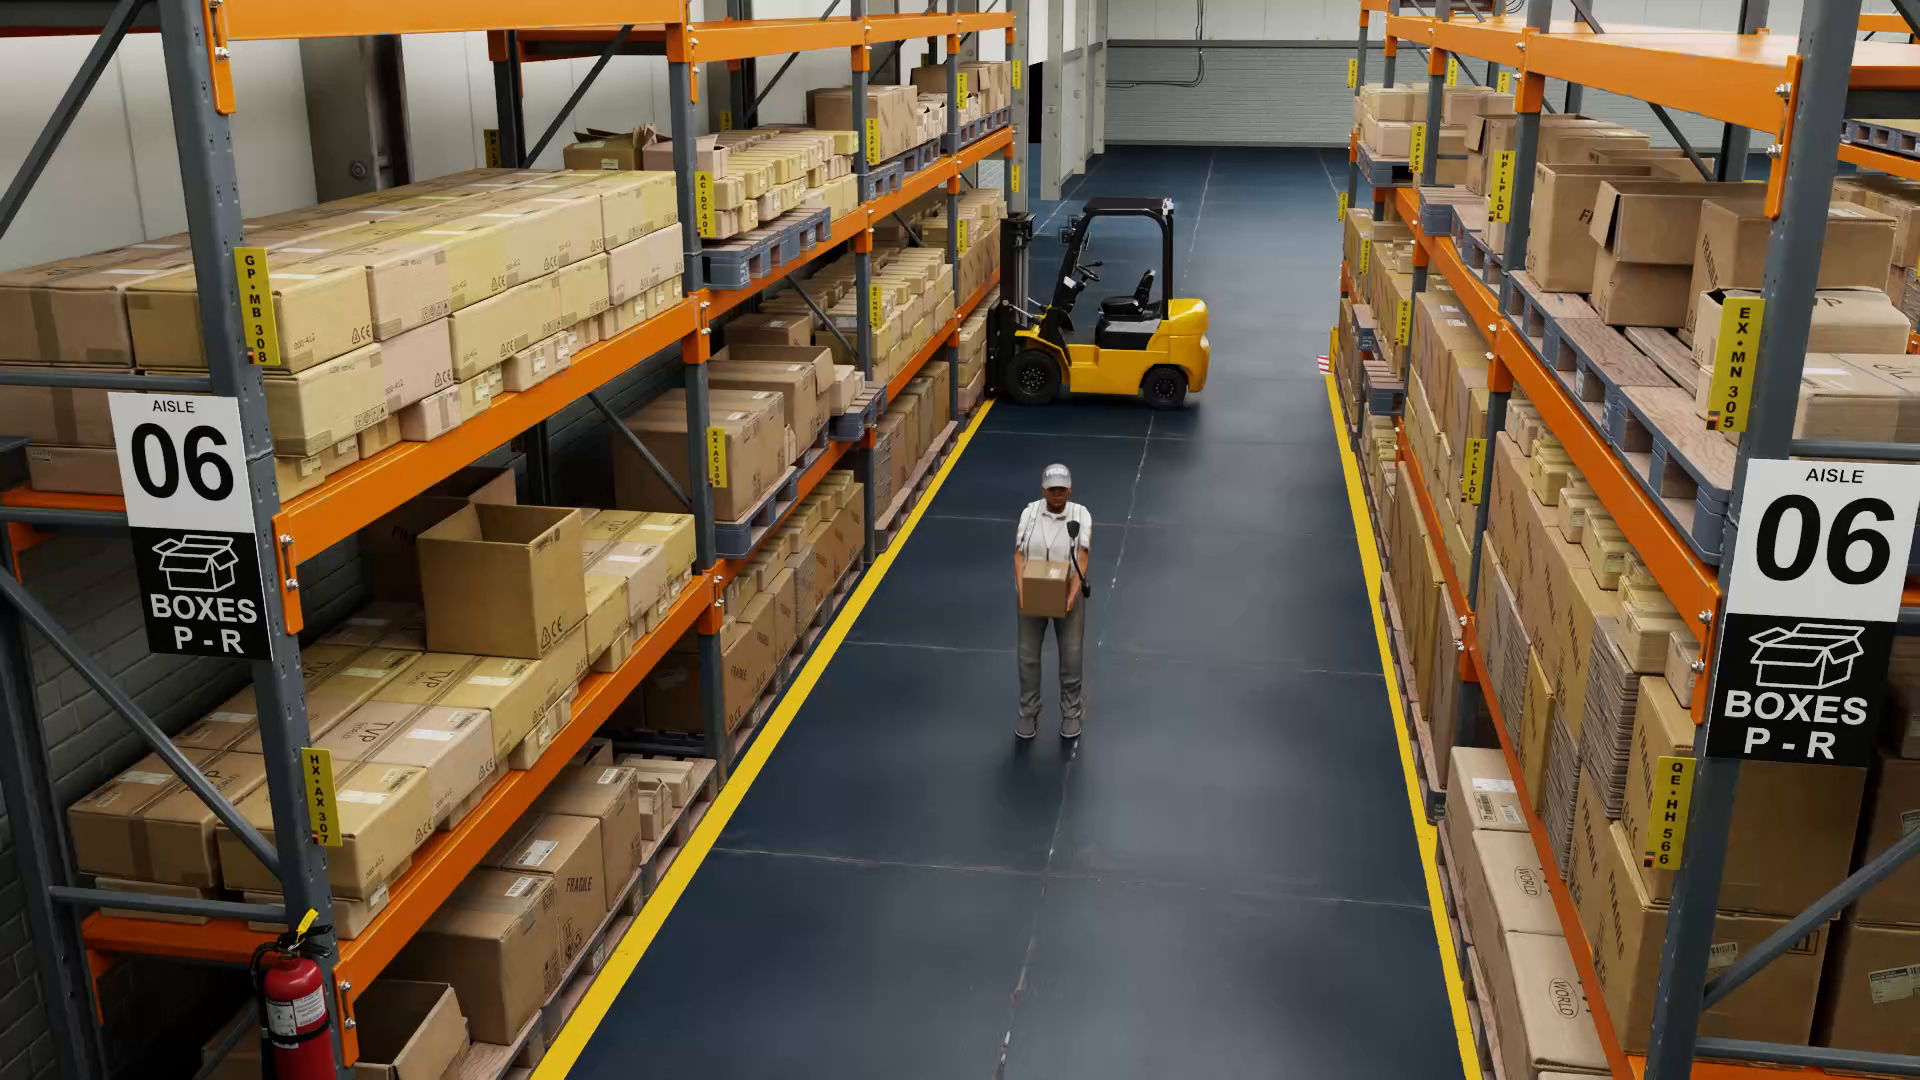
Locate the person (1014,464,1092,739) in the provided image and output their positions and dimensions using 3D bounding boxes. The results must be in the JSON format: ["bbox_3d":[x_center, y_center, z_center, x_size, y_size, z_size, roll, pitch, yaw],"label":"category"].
[{"bbox_3d":[0.542,0.376,9.911,0.455,1.660,0.536,3,18,9],"label":"person"}]
